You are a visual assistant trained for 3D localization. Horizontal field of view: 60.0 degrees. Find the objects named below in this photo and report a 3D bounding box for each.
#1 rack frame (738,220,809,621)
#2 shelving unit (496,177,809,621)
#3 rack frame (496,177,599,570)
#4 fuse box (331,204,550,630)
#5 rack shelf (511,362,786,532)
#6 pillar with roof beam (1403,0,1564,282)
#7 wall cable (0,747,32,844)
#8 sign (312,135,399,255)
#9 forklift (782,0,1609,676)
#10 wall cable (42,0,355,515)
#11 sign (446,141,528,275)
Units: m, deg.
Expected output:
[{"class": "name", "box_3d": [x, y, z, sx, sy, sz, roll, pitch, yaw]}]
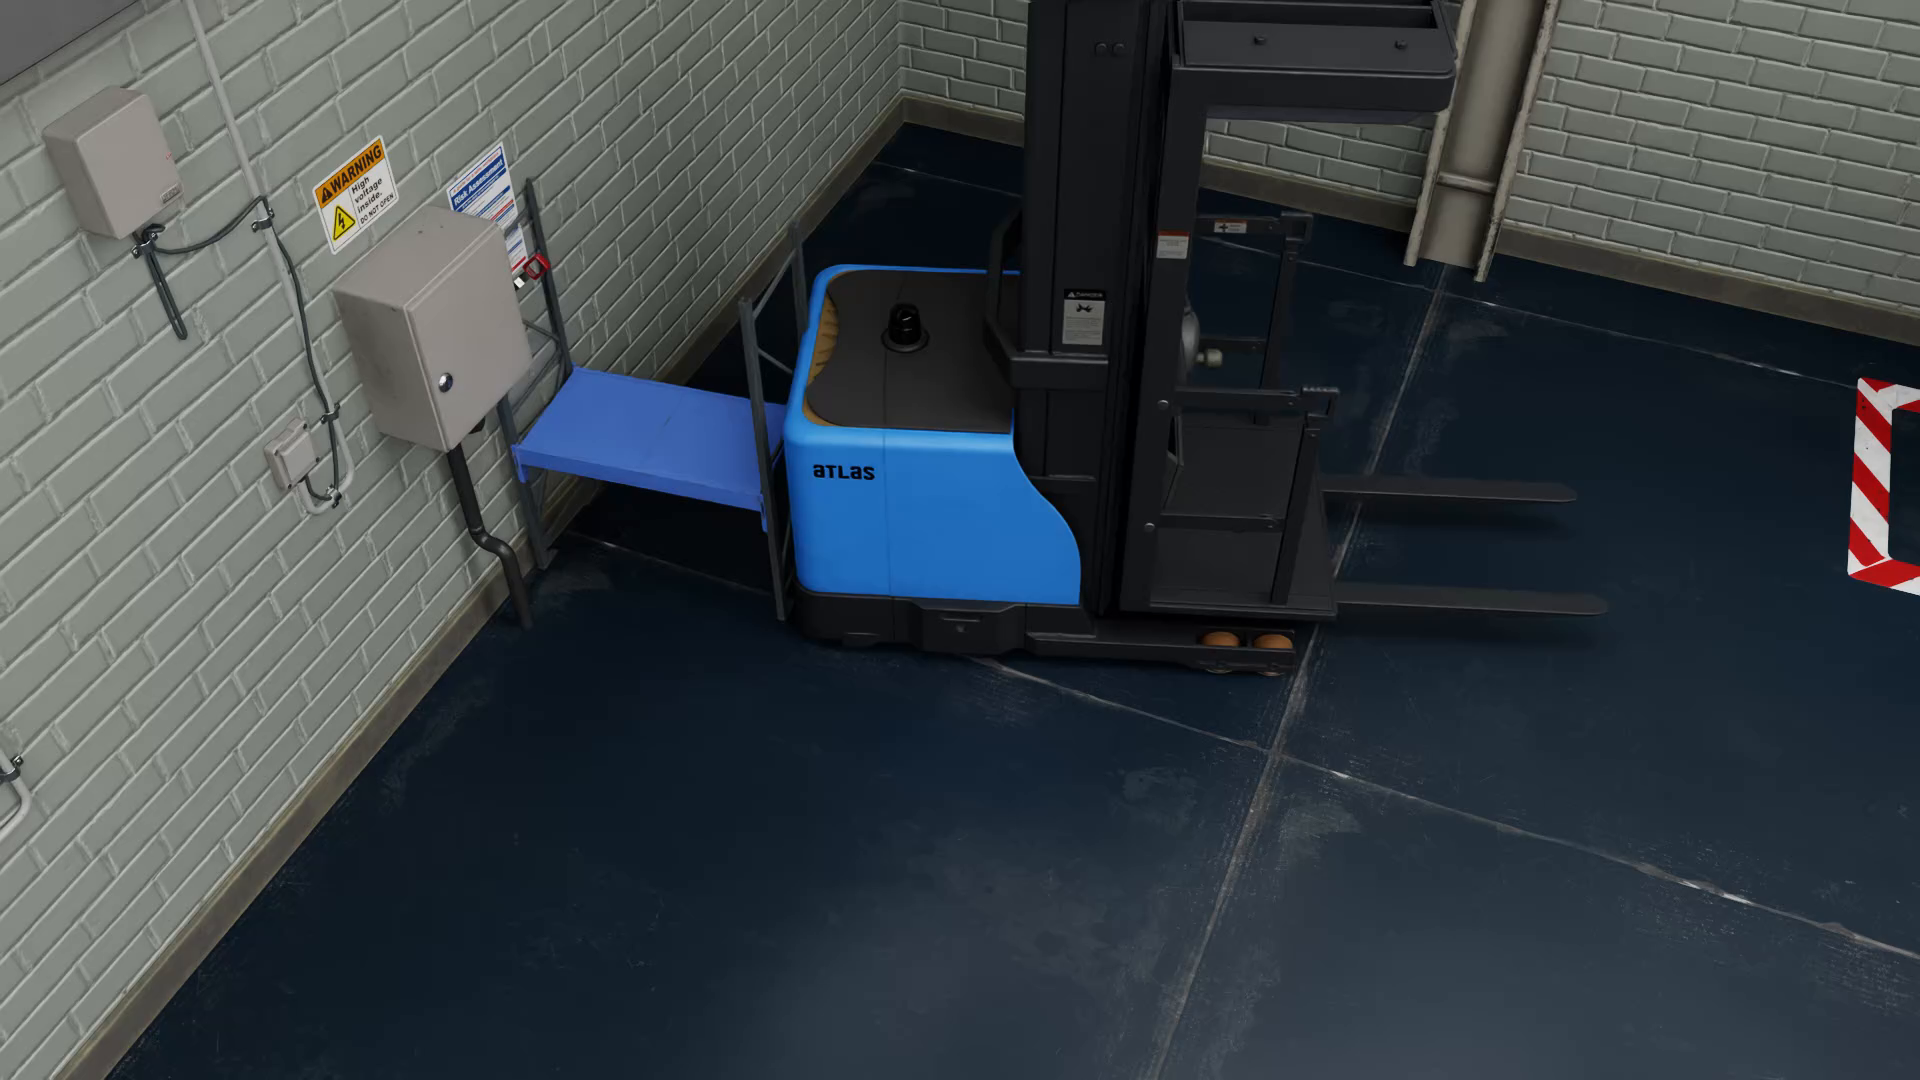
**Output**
[{"class": "rack frame", "box_3d": [-0.626, -0.394, 6.064, 0.032, 1.500, 0.500, 11, 46, 12]}, {"class": "shelving unit", "box_3d": [-1.114, -0.490, 6.169, 1.048, 1.500, 0.538, 11, 46, 12]}, {"class": "rack frame", "box_3d": [-1.602, -0.587, 6.273, 0.032, 1.500, 0.500, 11, 46, 12]}, {"class": "fuse box", "box_3d": [-1.638, -0.291, 5.829, 0.414, 1.711, 0.539, 16, 47, 16]}, {"class": "rack shelf", "box_3d": [-1.113, -0.362, 6.295, 1.000, 0.185, 0.538, 11, 46, 12]}, {"class": "pillar with roof beam", "box_3d": [0.740, -1.779, 2.158, 0.400, 9.000, 9.100, 16, 47, 16]}, {"class": "wall cable", "box_3d": [-2.581, 0.209, 3.671, 0.123, 1.953, 0.585, 16, 47, 16]}, {"class": "sign", "box_3d": [-1.850, -1.060, 5.104, 0.001, 0.242, 0.339, 16, 47, 16]}, {"class": "forklift", "box_3d": [0.919, -0.920, 5.596, 3.031, 2.935, 1.130, 3, 45, 3]}, {"class": "wall cable", "box_3d": [-2.046, -0.706, 4.613, 0.122, 1.984, 0.588, 16, 47, 16]}, {"class": "sign", "box_3d": [-1.639, -1.091, 5.788, 0.001, 0.494, 0.329, 16, 47, 16]}]
